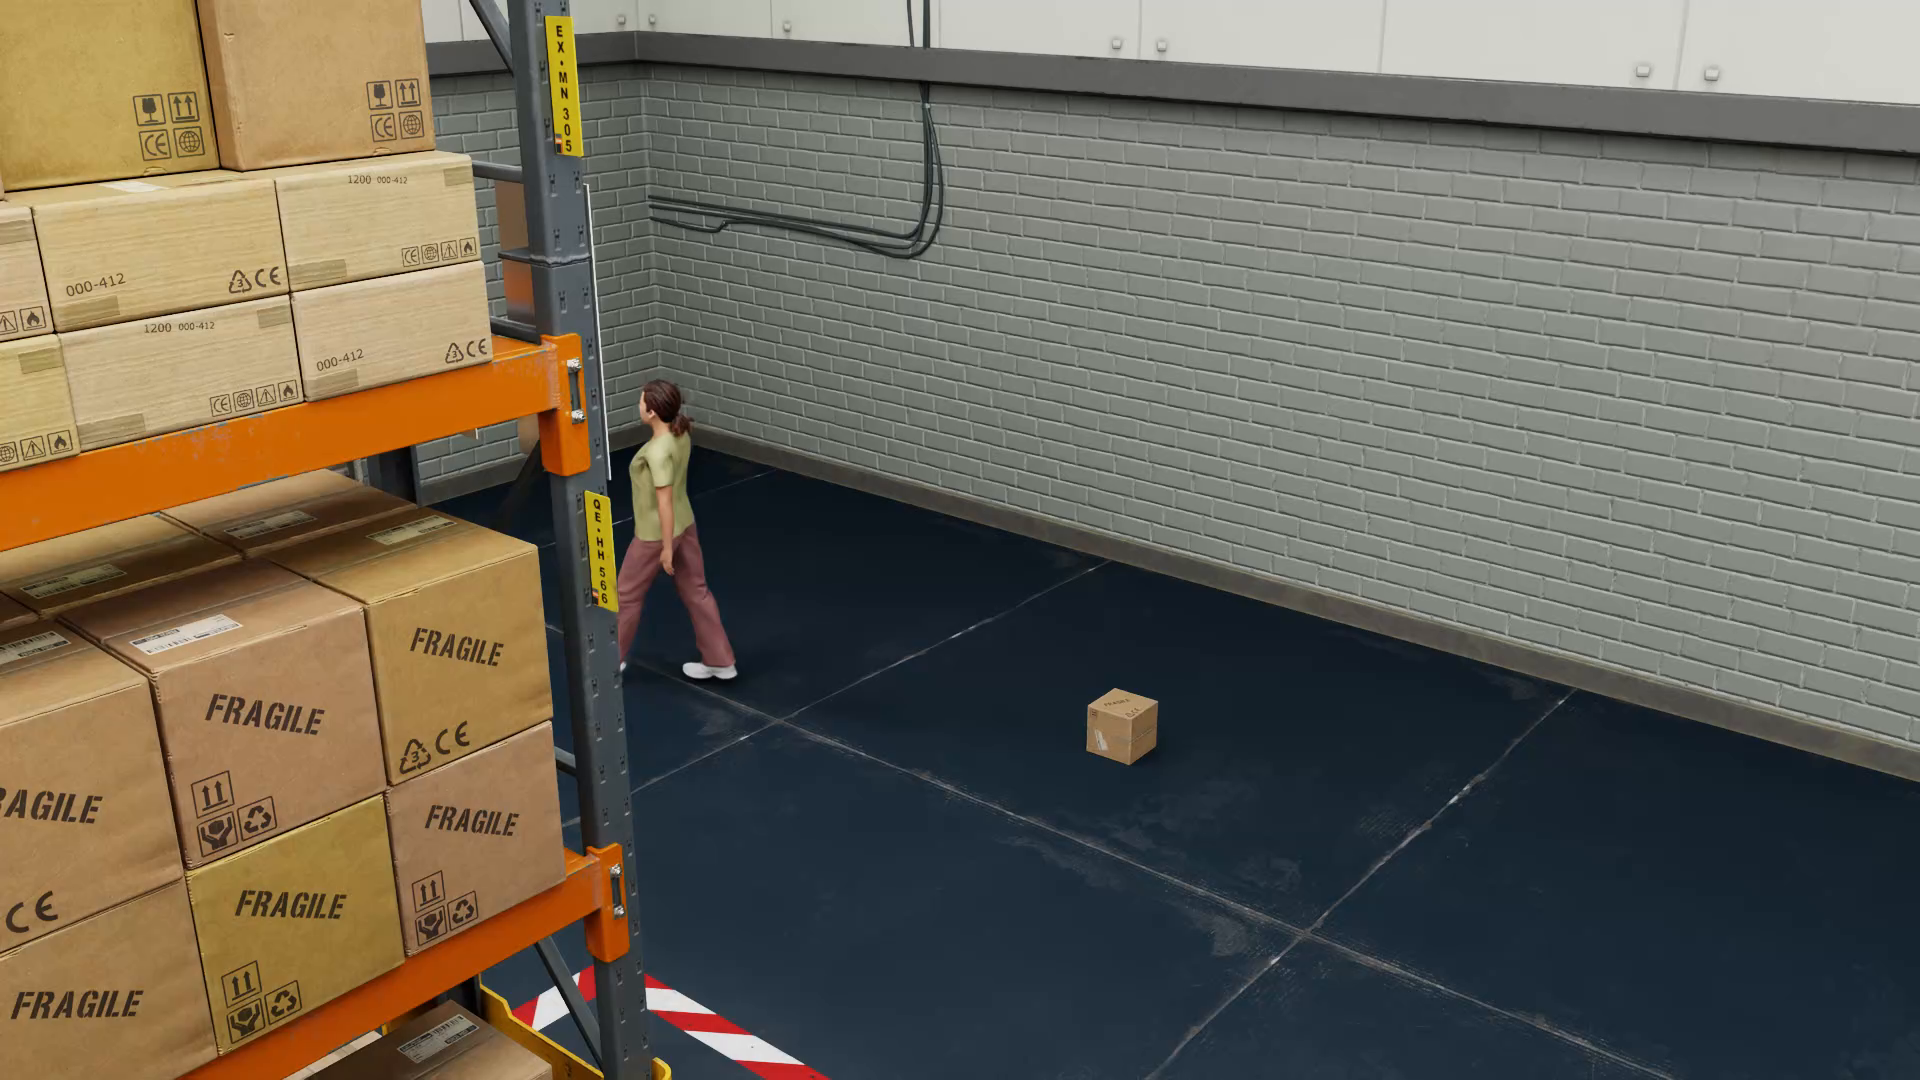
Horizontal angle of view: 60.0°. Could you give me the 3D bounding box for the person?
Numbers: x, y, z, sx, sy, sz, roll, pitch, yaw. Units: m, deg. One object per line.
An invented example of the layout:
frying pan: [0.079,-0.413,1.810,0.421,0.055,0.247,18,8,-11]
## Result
person: [-1.624,-0.052,8.694,0.909,1.640,0.477,6,21,16]
